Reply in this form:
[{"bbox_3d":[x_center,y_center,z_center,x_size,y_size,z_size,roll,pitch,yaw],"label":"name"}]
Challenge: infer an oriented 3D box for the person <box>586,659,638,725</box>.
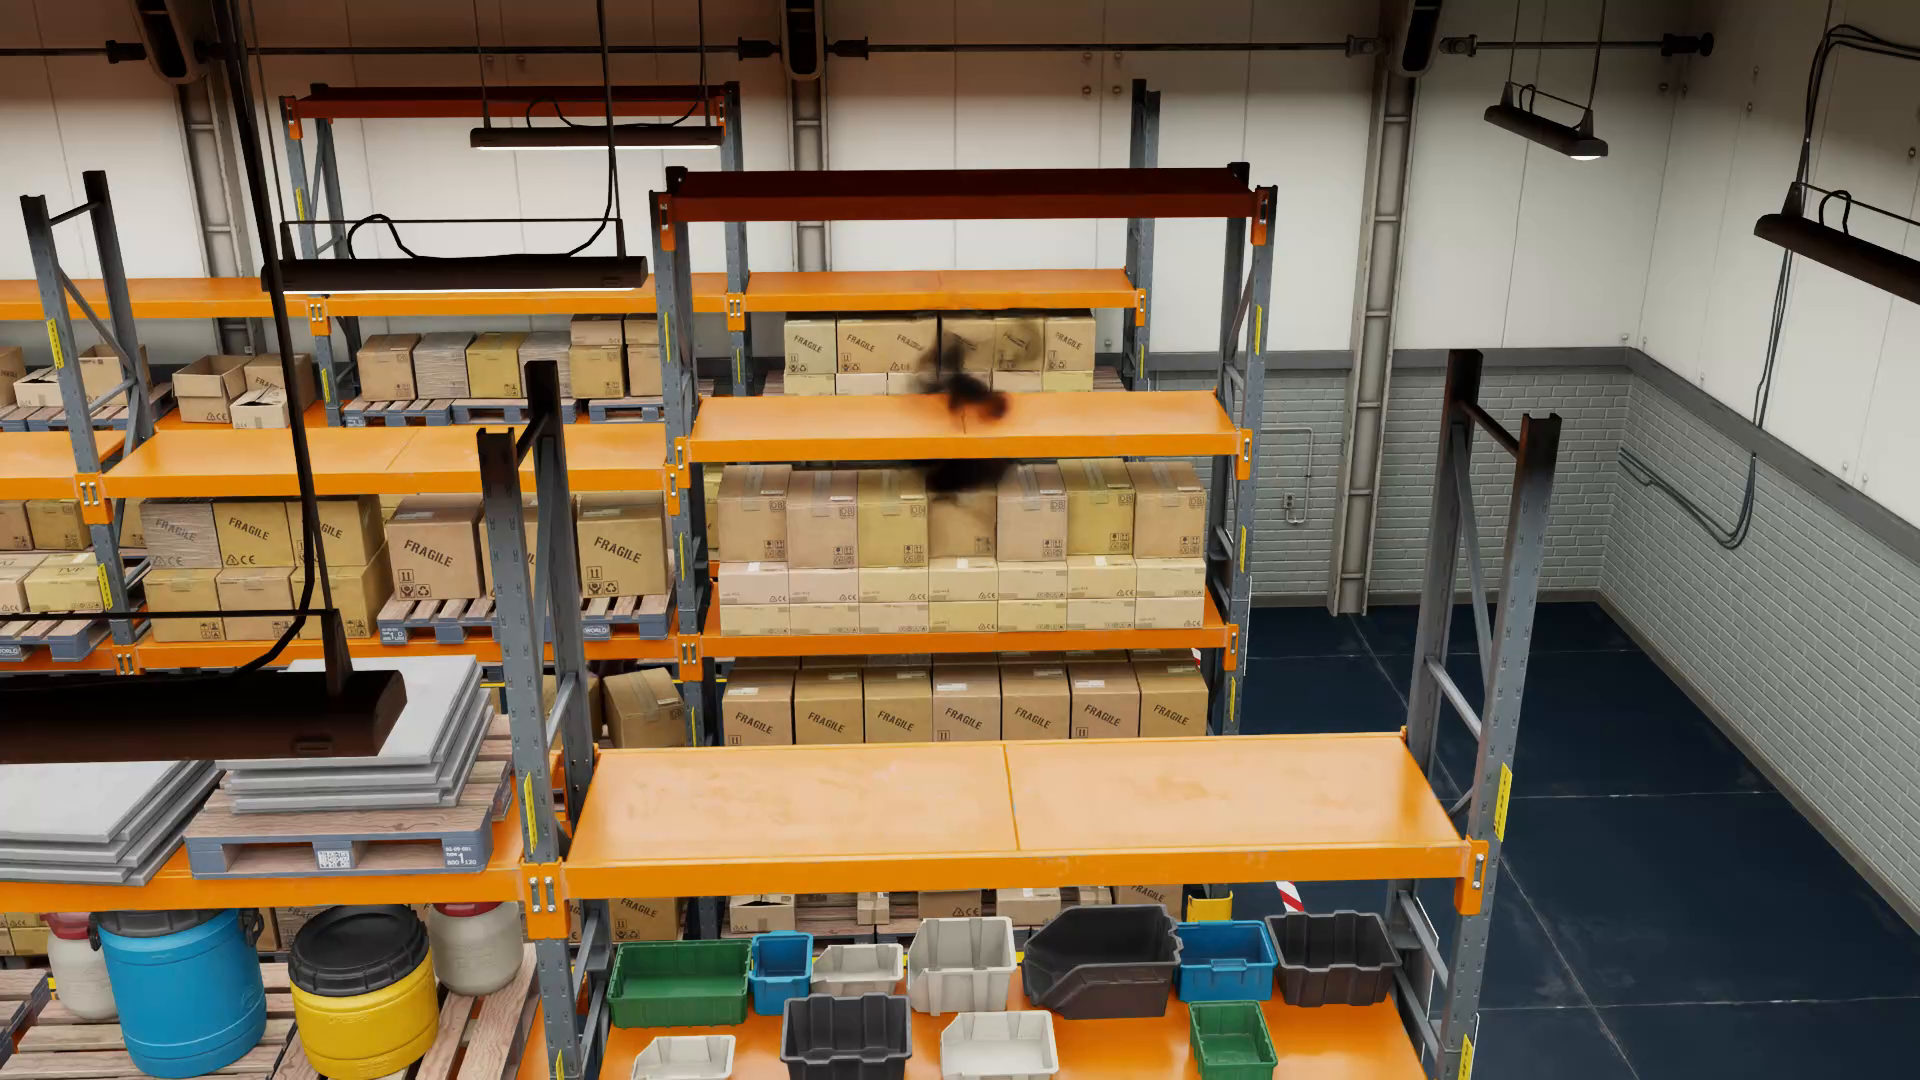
[{"bbox_3d":[-3.056,1.539,14.783,0.858,1.639,0.674,-4,23,-10],"label":"person"}]
